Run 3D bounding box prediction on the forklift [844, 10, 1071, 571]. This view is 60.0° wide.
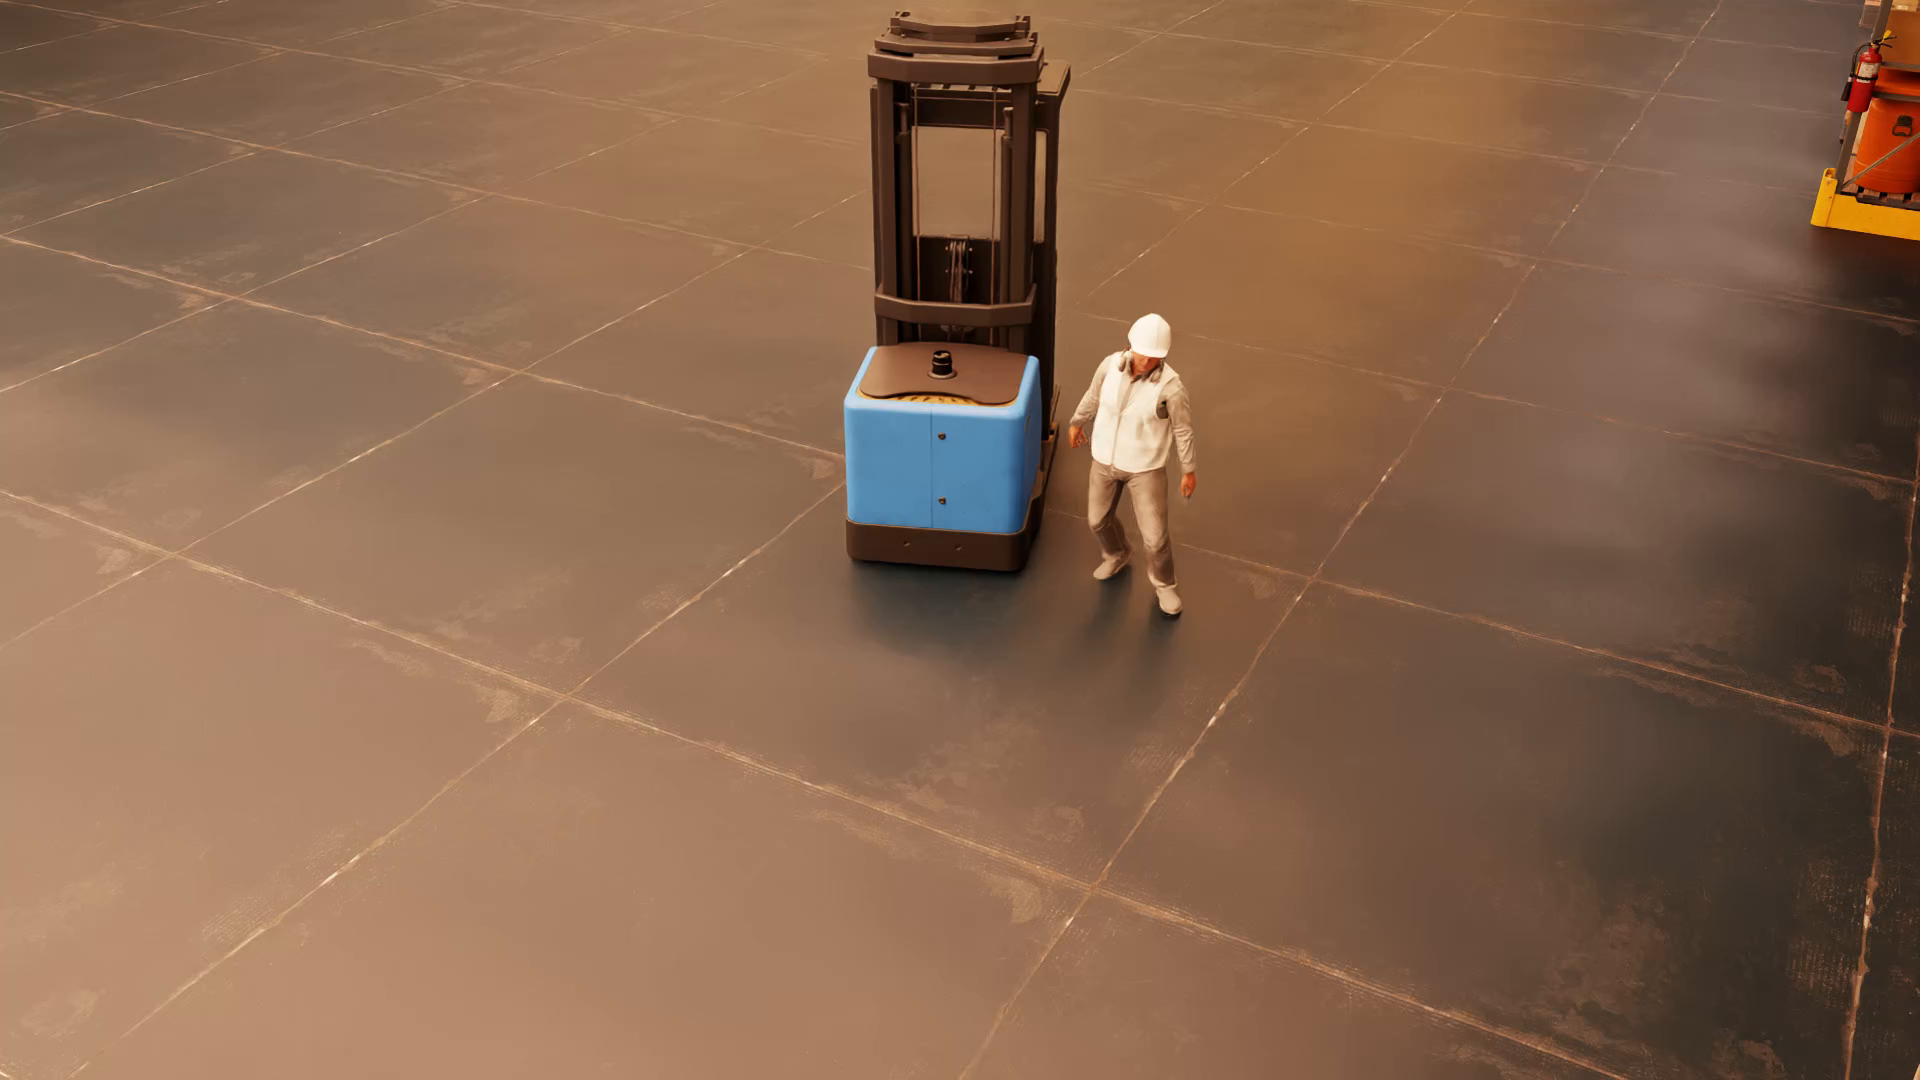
[{"bbox_3d":[0.065,-1.808,10.203,1.130,2.935,3.031,4,30,7],"label":"forklift"}]

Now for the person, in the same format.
[{"bbox_3d":[0.937,-0.465,9.147,0.848,1.751,0.478,20,36,31],"label":"person"}]
